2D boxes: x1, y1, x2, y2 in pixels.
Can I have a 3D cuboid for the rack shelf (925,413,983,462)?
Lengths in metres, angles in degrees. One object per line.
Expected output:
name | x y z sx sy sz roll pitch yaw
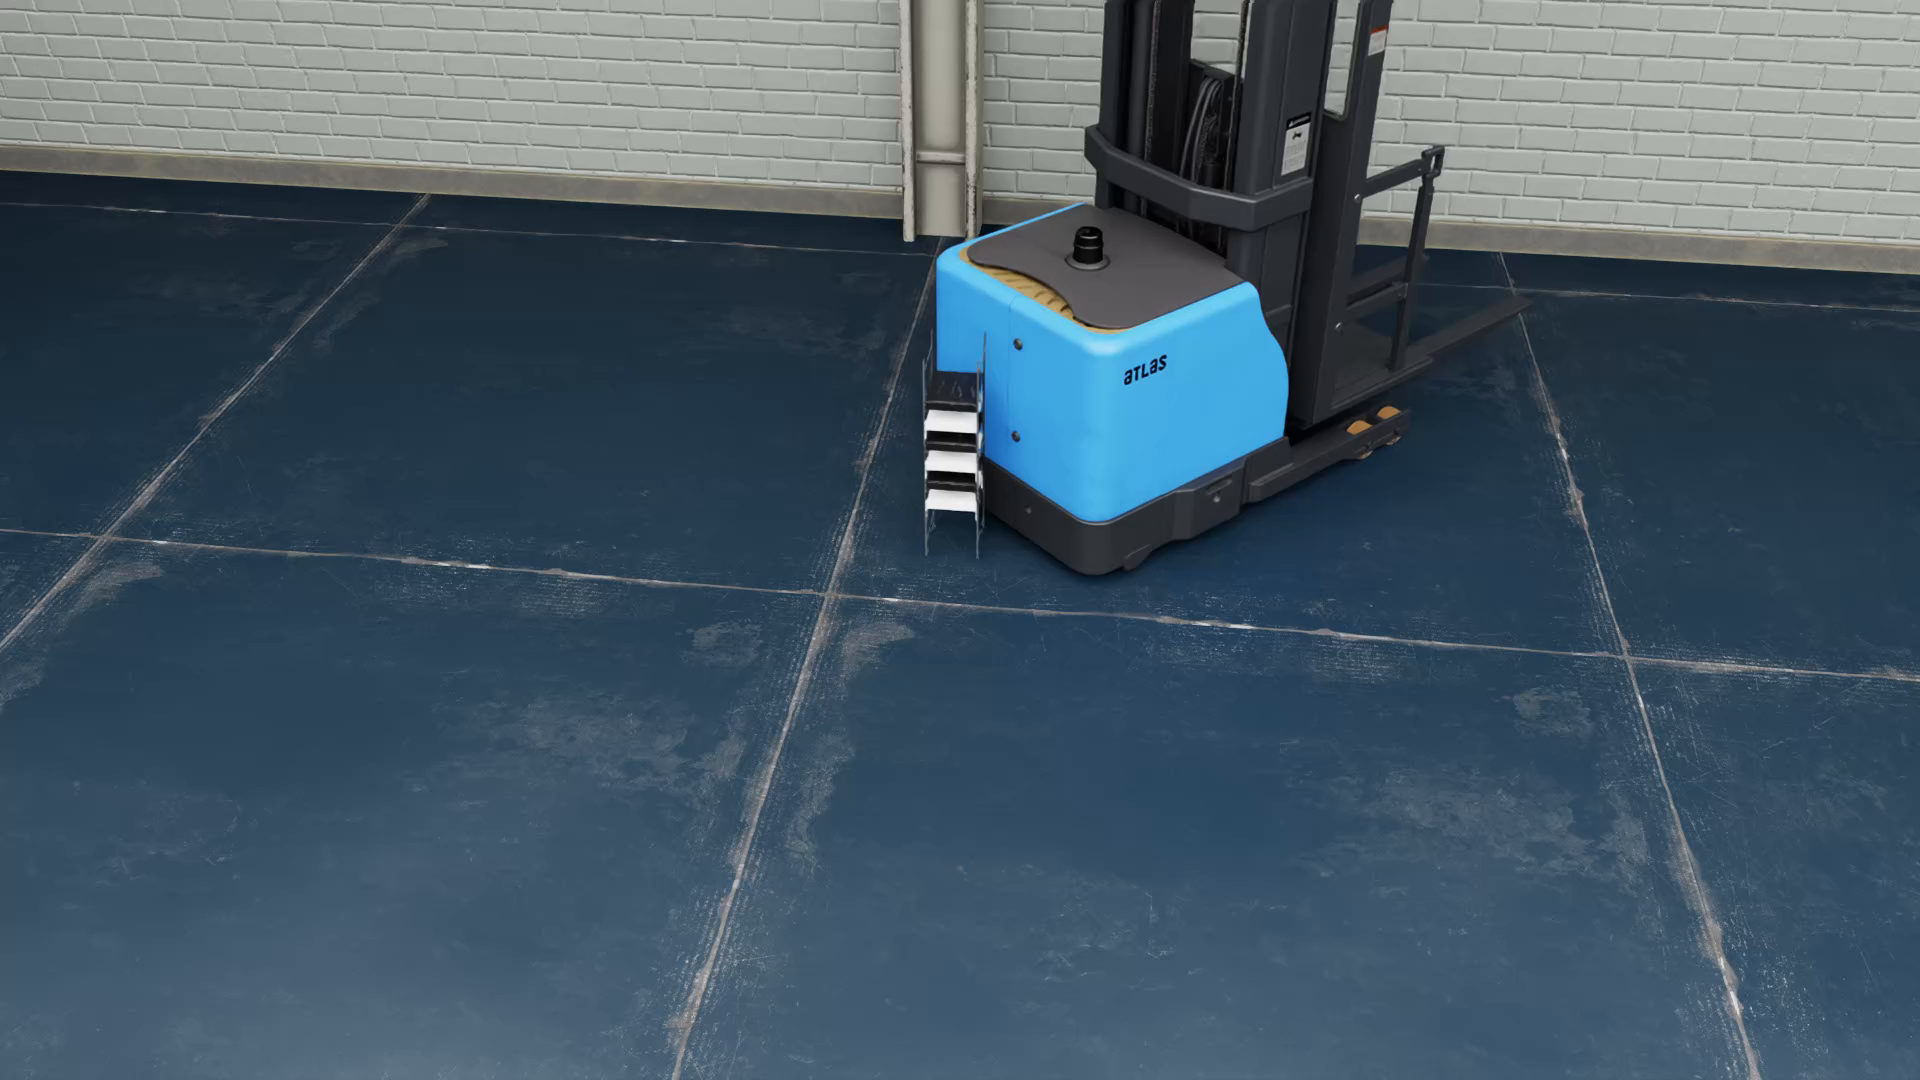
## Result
rack shelf | -0.020 -0.407 6.447 0.200 0.077 0.258 4 36 6

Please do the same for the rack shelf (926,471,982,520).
rack shelf | -0.020 -0.187 6.604 0.200 0.077 0.258 4 36 6

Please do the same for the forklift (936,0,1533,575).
forklift | 1.358 -1.761 6.694 3.031 2.935 1.130 -25 42 -31

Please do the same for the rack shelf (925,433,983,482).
rack shelf | -0.020 -0.333 6.500 0.200 0.077 0.258 4 36 6

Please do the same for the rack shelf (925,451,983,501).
rack shelf | -0.020 -0.260 6.552 0.200 0.077 0.258 4 36 6

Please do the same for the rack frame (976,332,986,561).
rack frame | 0.081 -0.353 6.470 0.006 0.900 0.240 4 36 6

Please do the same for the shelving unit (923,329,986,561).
shelving unit | -0.020 -0.360 6.480 0.210 0.900 0.258 4 36 6

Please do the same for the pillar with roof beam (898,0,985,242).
pillar with roof beam | -0.639 -2.880 3.039 0.400 9.000 9.100 4 36 6

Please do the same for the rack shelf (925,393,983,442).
rack shelf | -0.020 -0.480 6.395 0.200 0.077 0.258 4 36 6

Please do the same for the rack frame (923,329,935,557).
rack frame | -0.121 -0.368 6.490 0.006 0.900 0.240 4 36 6

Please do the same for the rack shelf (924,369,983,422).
rack shelf | -0.020 -0.553 6.343 0.200 0.077 0.258 4 36 6
